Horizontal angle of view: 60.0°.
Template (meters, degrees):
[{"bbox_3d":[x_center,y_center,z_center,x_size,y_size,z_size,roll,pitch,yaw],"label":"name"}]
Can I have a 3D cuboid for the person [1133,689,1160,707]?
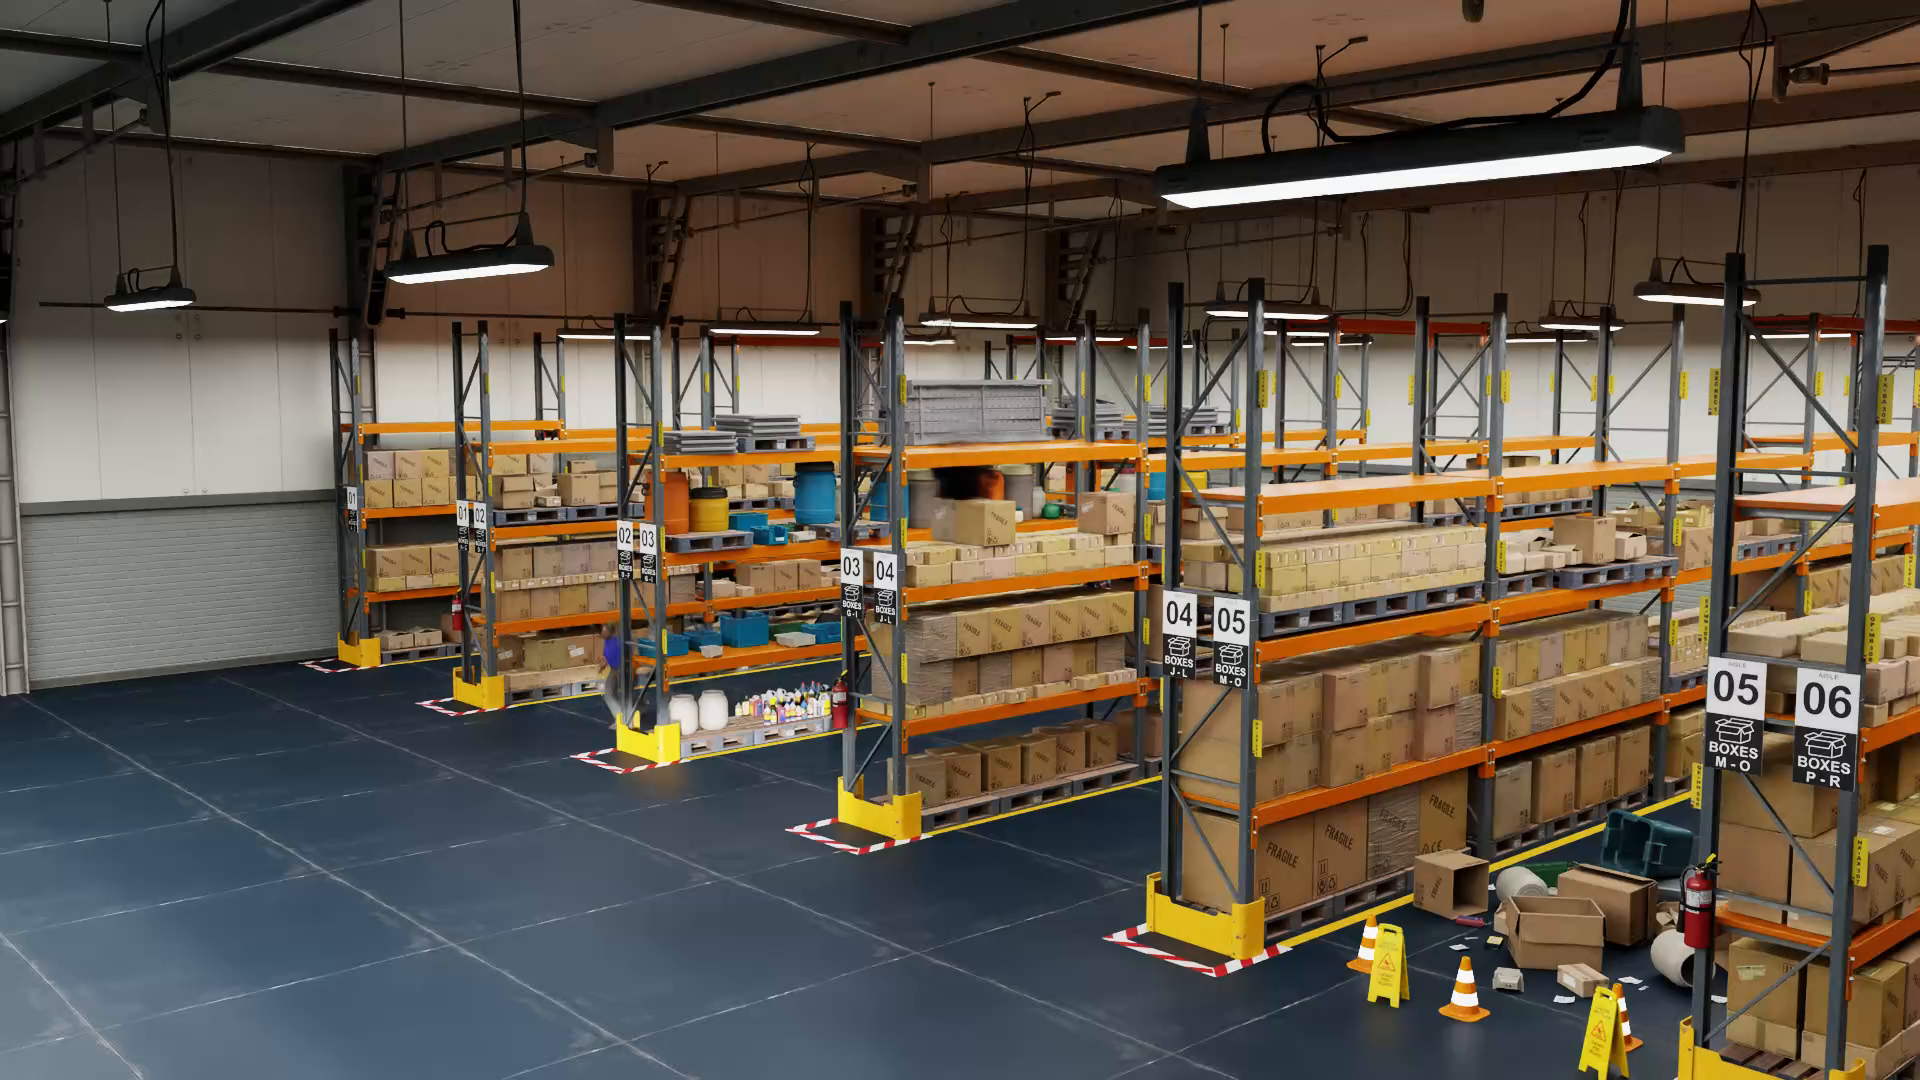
[{"bbox_3d":[2.848,1.788,25.734,0.620,1.701,0.750,5,7,39],"label":"person"}]

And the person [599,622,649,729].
[{"bbox_3d":[-4.935,1.974,24.509,0.544,1.603,0.822,5,7,41],"label":"person"}]

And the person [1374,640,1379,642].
[{"bbox_3d":[5.713,2.041,22.607,0.914,1.793,0.667,-4,7,-37],"label":"person"}]
